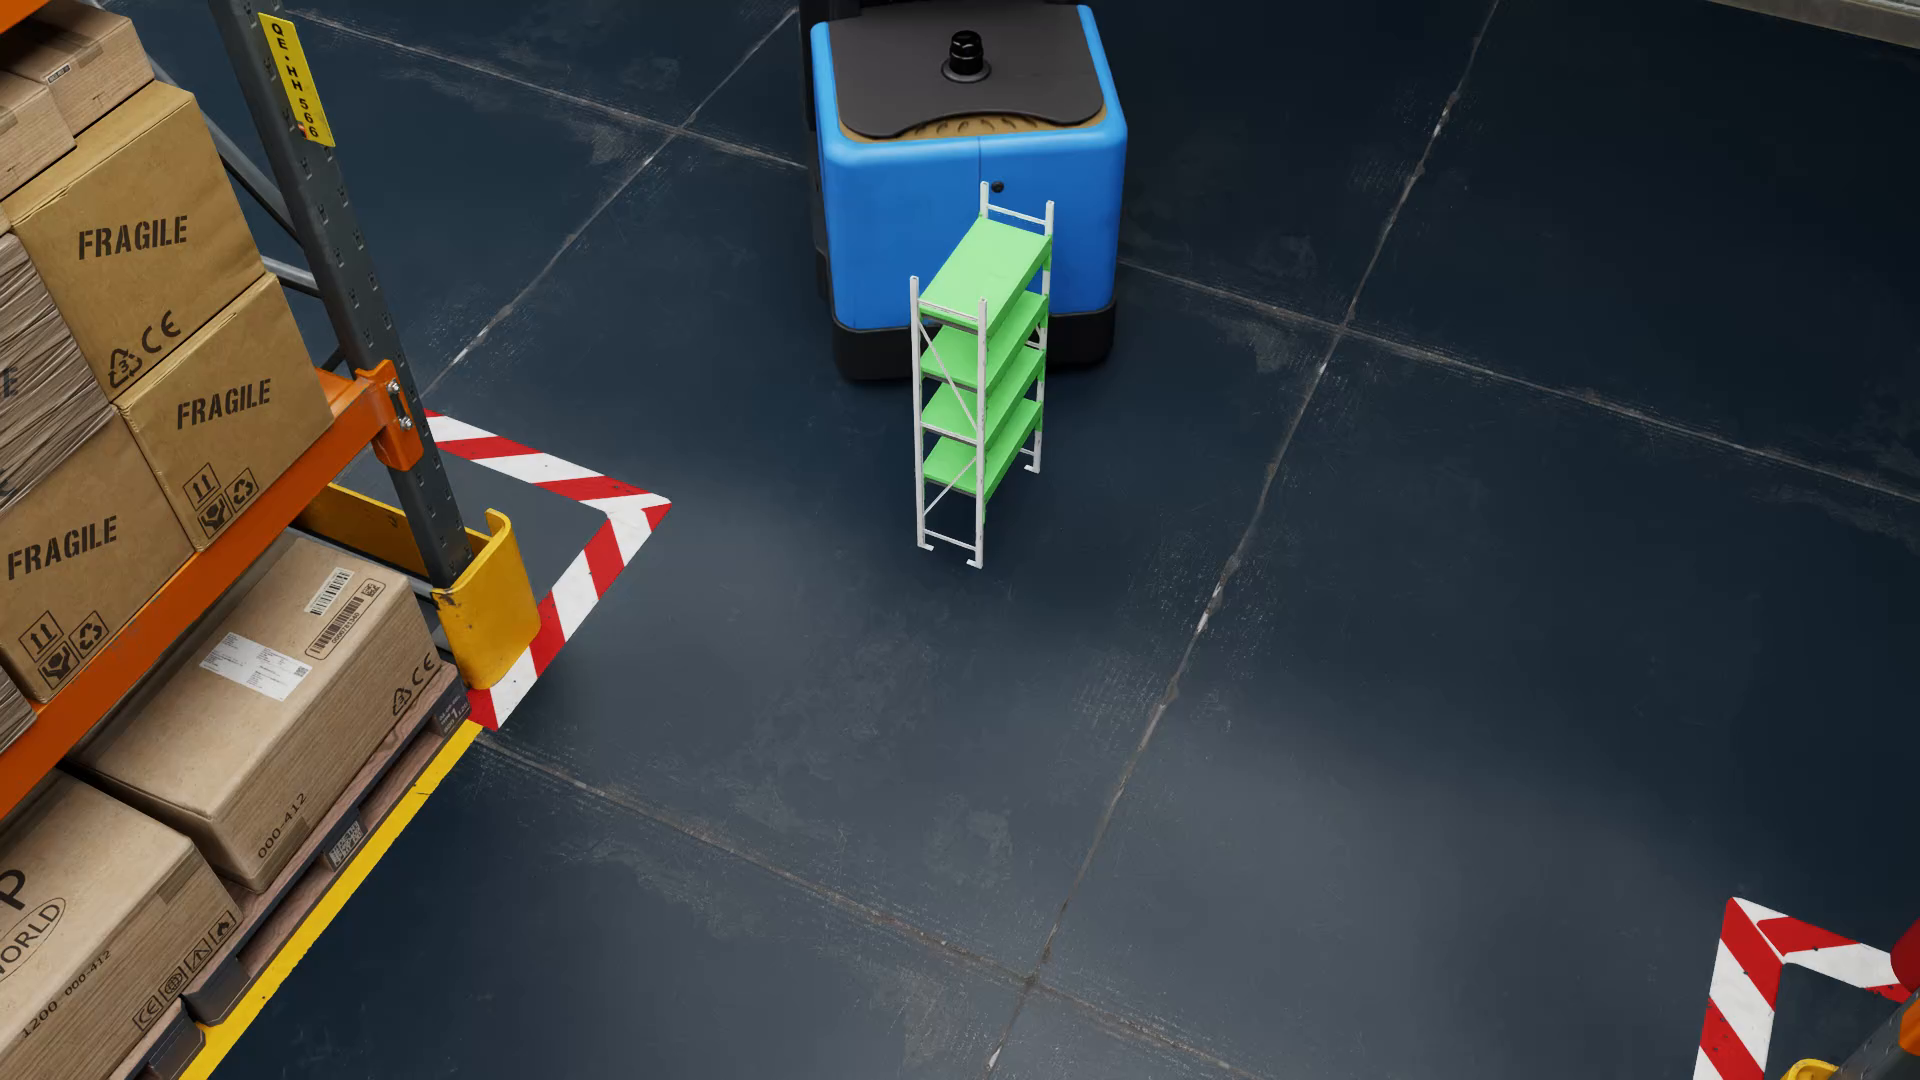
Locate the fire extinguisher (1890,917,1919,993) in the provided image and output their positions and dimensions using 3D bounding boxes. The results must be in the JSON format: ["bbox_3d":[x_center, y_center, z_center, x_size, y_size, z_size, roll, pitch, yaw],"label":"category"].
[{"bbox_3d":[2.157,0.742,3.445,0.296,0.674,0.183,20,52,16],"label":"fire extinguisher"}]

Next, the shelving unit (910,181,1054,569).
[{"bbox_3d":[0.071,-0.503,5.390,0.258,1.200,0.503,20,52,16],"label":"shelving unit"}]

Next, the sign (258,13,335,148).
[{"bbox_3d":[-1.492,-1.031,3.742,0.100,0.325,0.005,20,52,16],"label":"sign"}]

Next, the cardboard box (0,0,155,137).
[{"bbox_3d":[-1.949,-1.020,3.500,0.380,0.149,0.250,20,53,17],"label":"cardboard box"}]

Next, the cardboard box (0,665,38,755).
[{"bbox_3d":[-2.383,0.319,3.444,0.500,0.500,0.500,21,53,17],"label":"cardboard box"}]

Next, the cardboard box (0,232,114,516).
[{"bbox_3d":[-2.165,-0.343,3.350,0.500,0.500,0.500,20,52,16],"label":"cardboard box"}]

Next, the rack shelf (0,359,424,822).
[{"bbox_3d":[-2.832,0.845,3.534,1.077,0.370,4.000,20,52,16],"label":"rack shelf"}]

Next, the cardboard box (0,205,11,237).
[{"bbox_3d":[-2.070,-0.632,3.170,0.380,0.149,0.250,19,52,16],"label":"cardboard box"}]

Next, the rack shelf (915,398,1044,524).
[{"bbox_3d":[0.071,-0.306,5.621,0.258,0.148,0.480,20,52,16],"label":"rack shelf"}]

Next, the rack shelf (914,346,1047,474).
[{"bbox_3d":[0.071,-0.461,5.439,0.258,0.148,0.480,20,52,16],"label":"rack shelf"}]

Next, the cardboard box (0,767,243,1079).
[{"bbox_3d":[-2.552,1.049,4.294,0.875,0.438,0.875,21,53,17],"label":"cardboard box"}]

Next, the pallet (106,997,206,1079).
[{"bbox_3d":[-2.770,1.552,4.291,1.003,0.211,1.213,20,52,16],"label":"pallet"}]

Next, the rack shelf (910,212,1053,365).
[{"bbox_3d":[0.071,-0.772,5.073,0.258,0.148,0.480,20,52,16],"label":"rack shelf"}]

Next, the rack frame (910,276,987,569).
[{"bbox_3d":[-0.034,-0.335,5.247,0.240,1.200,0.015,20,52,16],"label":"rack frame"}]

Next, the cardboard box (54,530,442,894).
[{"bbox_3d":[-2.169,0.416,4.833,0.875,0.438,0.875,18,52,15],"label":"cardboard box"}]

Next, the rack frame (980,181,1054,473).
[{"bbox_3d":[0.175,-0.671,5.533,0.240,1.200,0.015,20,52,16],"label":"rack frame"}]

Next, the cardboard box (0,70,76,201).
[{"bbox_3d":[-2.036,-0.837,3.345,0.380,0.149,0.250,21,53,17],"label":"cardboard box"}]

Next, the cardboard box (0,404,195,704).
[{"bbox_3d":[-2.172,-0.039,3.748,0.500,0.500,0.500,19,52,15],"label":"cardboard box"}]

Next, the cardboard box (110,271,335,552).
[{"bbox_3d":[-1.944,-0.379,4.038,0.500,0.500,0.500,20,53,16],"label":"cardboard box"}]

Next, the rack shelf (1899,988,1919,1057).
[{"bbox_3d":[1.658,2.458,2.162,1.077,0.370,4.000,20,52,16],"label":"rack shelf"}]

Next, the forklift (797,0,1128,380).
[{"bbox_3d":[-0.111,-2.679,6.105,1.130,2.935,3.031,-5,50,-4],"label":"forklift"}]

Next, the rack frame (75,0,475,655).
[{"bbox_3d":[-1.977,-0.765,4.432,1.000,3.000,0.127,20,52,16],"label":"rack frame"}]

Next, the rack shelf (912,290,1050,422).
[{"bbox_3d":[0.071,-0.617,5.256,0.258,0.148,0.480,20,52,16],"label":"rack shelf"}]

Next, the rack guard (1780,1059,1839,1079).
[{"bbox_3d":[2.480,1.710,3.967,1.175,0.500,0.348,20,52,16],"label":"rack guard"}]

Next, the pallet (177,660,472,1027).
[{"bbox_3d":[-2.248,0.715,5.003,1.003,0.211,1.213,20,52,16],"label":"pallet"}]

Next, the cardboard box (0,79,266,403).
[{"bbox_3d":[-1.968,-0.712,3.664,0.500,0.500,0.500,21,53,17],"label":"cardboard box"}]

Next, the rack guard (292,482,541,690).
[{"bbox_3d":[-1.967,0.028,5.398,1.175,0.500,0.348,20,52,16],"label":"rack guard"}]
